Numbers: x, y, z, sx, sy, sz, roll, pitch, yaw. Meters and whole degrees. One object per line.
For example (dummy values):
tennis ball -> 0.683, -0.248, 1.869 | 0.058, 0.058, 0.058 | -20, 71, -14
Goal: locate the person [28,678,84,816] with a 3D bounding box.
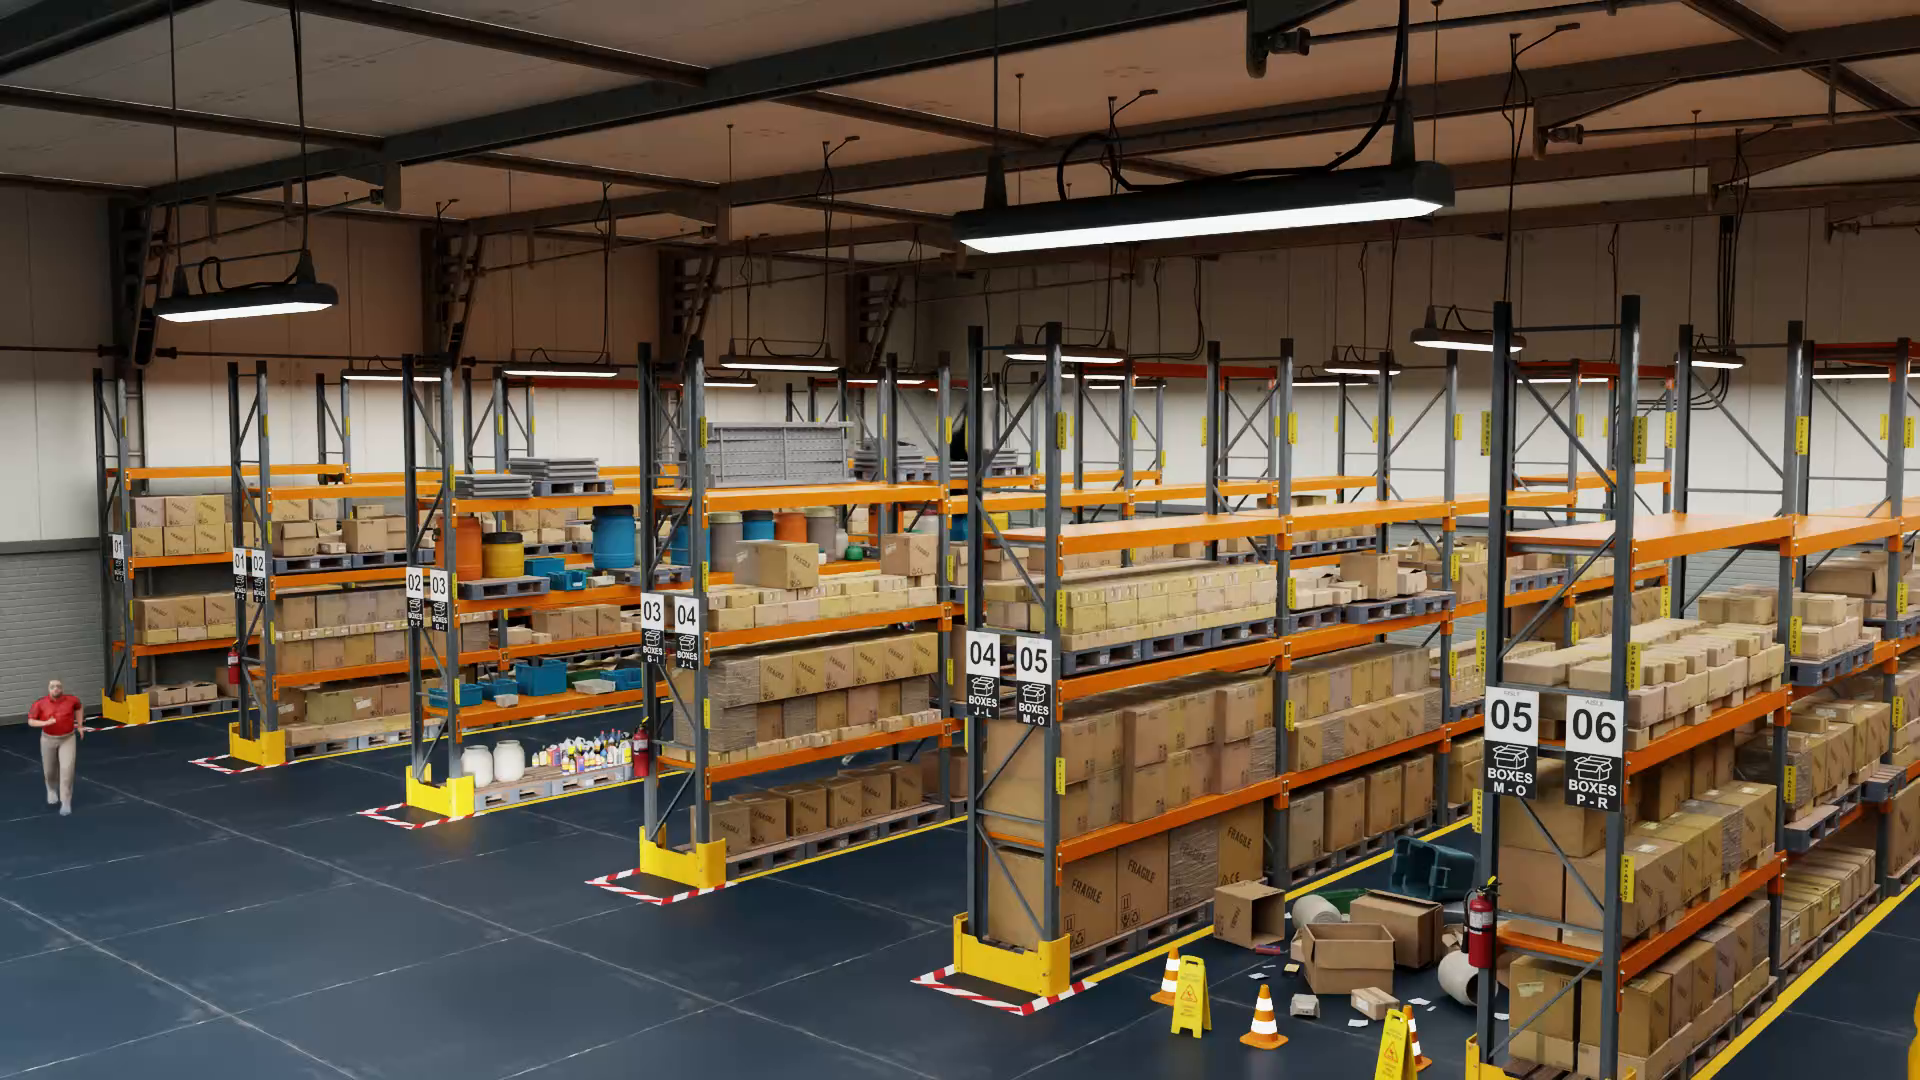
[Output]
person -> -11.869, 2.673, 21.859 | 0.649, 1.746, 0.959 | -2, 5, -30

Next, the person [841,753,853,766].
person -> -1.432, 2.548, 25.048 | 0.497, 1.606, 0.992 | 3, 5, 33
